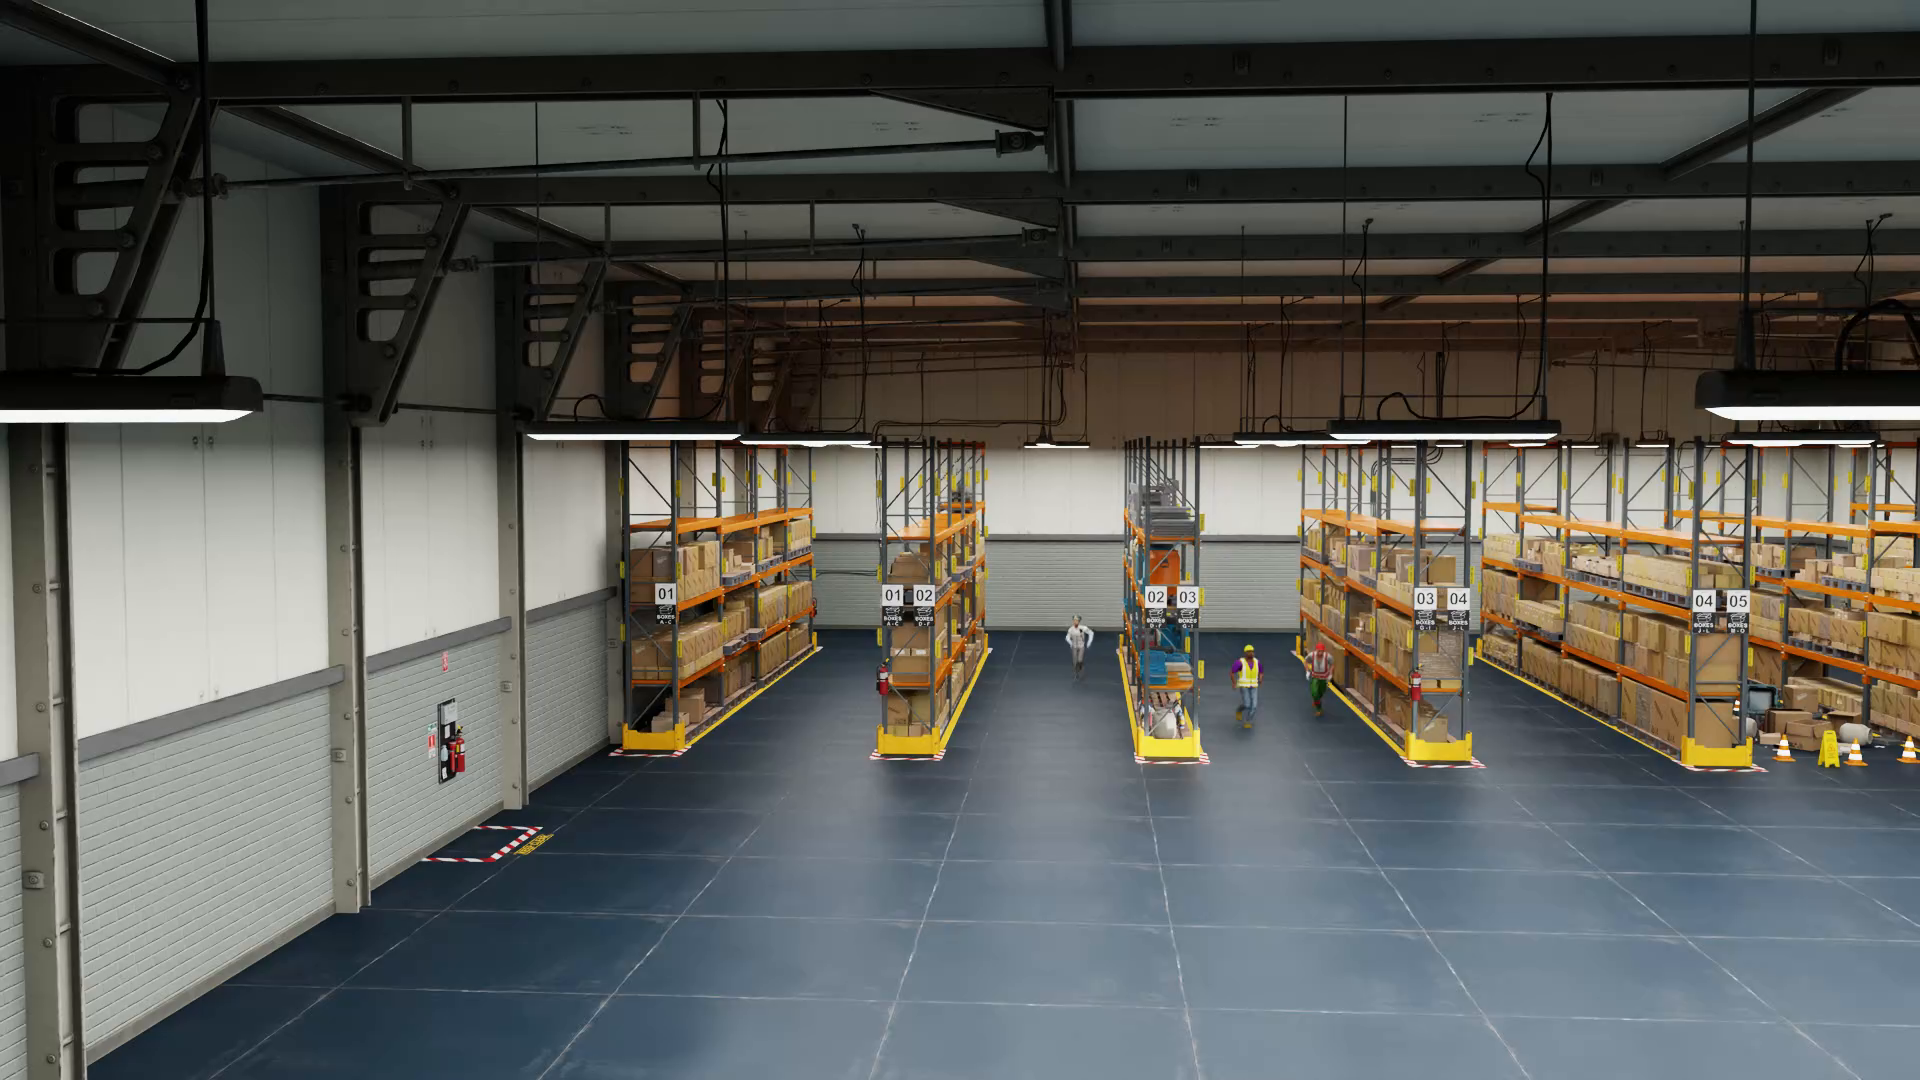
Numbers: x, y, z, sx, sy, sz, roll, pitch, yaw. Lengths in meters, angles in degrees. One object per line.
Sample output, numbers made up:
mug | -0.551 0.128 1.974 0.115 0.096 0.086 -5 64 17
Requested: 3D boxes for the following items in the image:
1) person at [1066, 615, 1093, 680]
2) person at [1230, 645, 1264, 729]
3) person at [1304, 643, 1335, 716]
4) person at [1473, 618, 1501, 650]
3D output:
person | 2.948 2.683 41.280 0.637 1.657 0.736 1 3 18
person | 5.965 3.031 34.381 0.717 1.717 0.591 -1 3 -12
person | 7.812 3.001 36.162 0.649 1.618 1.091 1 3 11
person | 15.139 2.327 47.528 0.971 1.705 0.733 1 3 21
